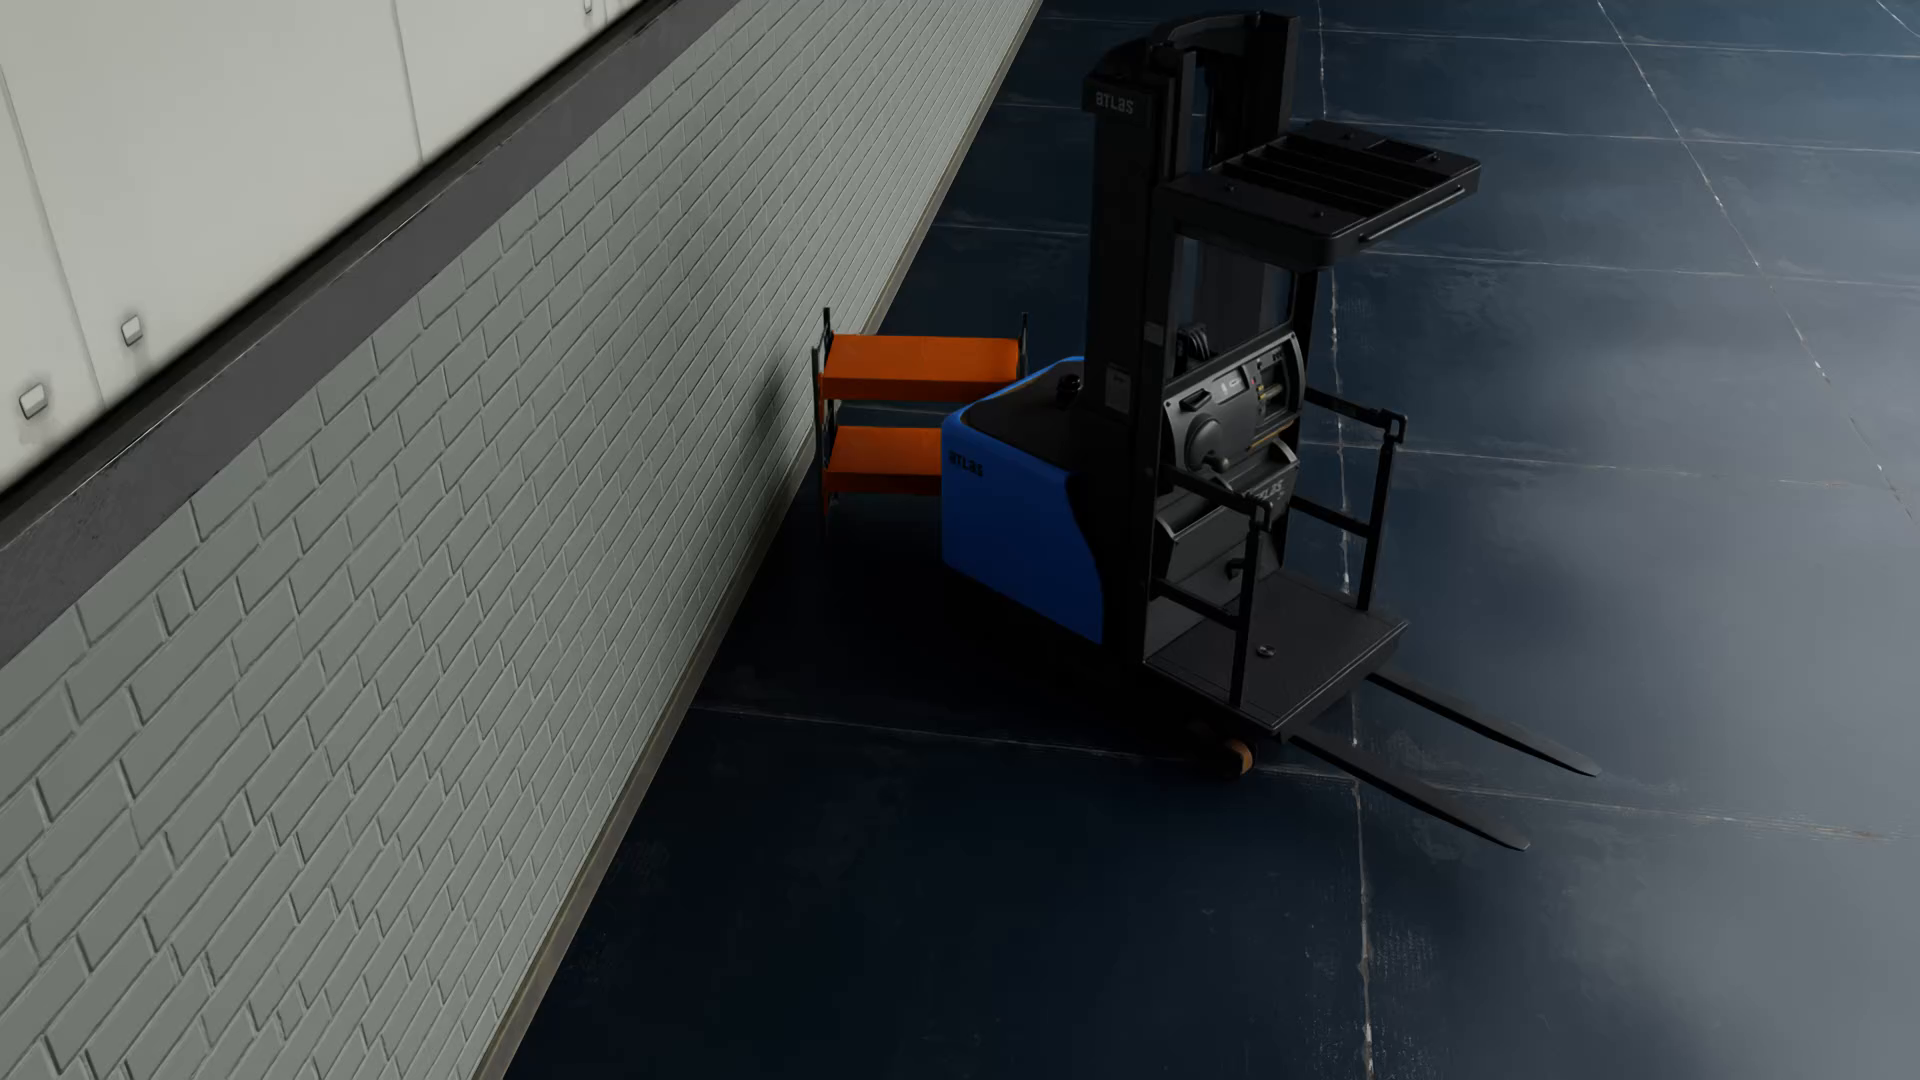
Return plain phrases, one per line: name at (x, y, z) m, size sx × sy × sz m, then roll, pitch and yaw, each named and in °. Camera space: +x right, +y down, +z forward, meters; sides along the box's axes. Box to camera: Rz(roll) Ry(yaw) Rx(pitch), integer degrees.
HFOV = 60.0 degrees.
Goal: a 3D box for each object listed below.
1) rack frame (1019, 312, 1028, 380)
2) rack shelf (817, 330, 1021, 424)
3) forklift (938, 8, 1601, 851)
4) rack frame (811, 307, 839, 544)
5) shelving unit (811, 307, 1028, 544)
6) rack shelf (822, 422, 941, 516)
rack frame at (0.317, -0.554, 8.575) m, size 0.032 × 1.125 × 0.500 m, roll 2°, pitch 32°, yaw 3°
rack shelf at (-0.190, -0.818, 8.446) m, size 1.000 × 0.278 × 0.538 m, roll 2°, pitch 32°, yaw 3°
forklift at (1.309, -0.537, 6.845) m, size 3.031 × 2.935 × 1.130 m, roll 27°, pitch 41°, yaw 36°
rack frame at (-0.698, -0.586, 8.626) m, size 0.032 × 1.125 × 0.500 m, roll 2°, pitch 32°, yaw 3°
shelving unit at (-0.190, -0.570, 8.601) m, size 1.048 × 1.125 × 0.538 m, roll 2°, pitch 32°, yaw 3°
rack shelf at (-0.190, -0.363, 8.731) m, size 1.000 × 0.278 × 0.538 m, roll 2°, pitch 32°, yaw 3°
